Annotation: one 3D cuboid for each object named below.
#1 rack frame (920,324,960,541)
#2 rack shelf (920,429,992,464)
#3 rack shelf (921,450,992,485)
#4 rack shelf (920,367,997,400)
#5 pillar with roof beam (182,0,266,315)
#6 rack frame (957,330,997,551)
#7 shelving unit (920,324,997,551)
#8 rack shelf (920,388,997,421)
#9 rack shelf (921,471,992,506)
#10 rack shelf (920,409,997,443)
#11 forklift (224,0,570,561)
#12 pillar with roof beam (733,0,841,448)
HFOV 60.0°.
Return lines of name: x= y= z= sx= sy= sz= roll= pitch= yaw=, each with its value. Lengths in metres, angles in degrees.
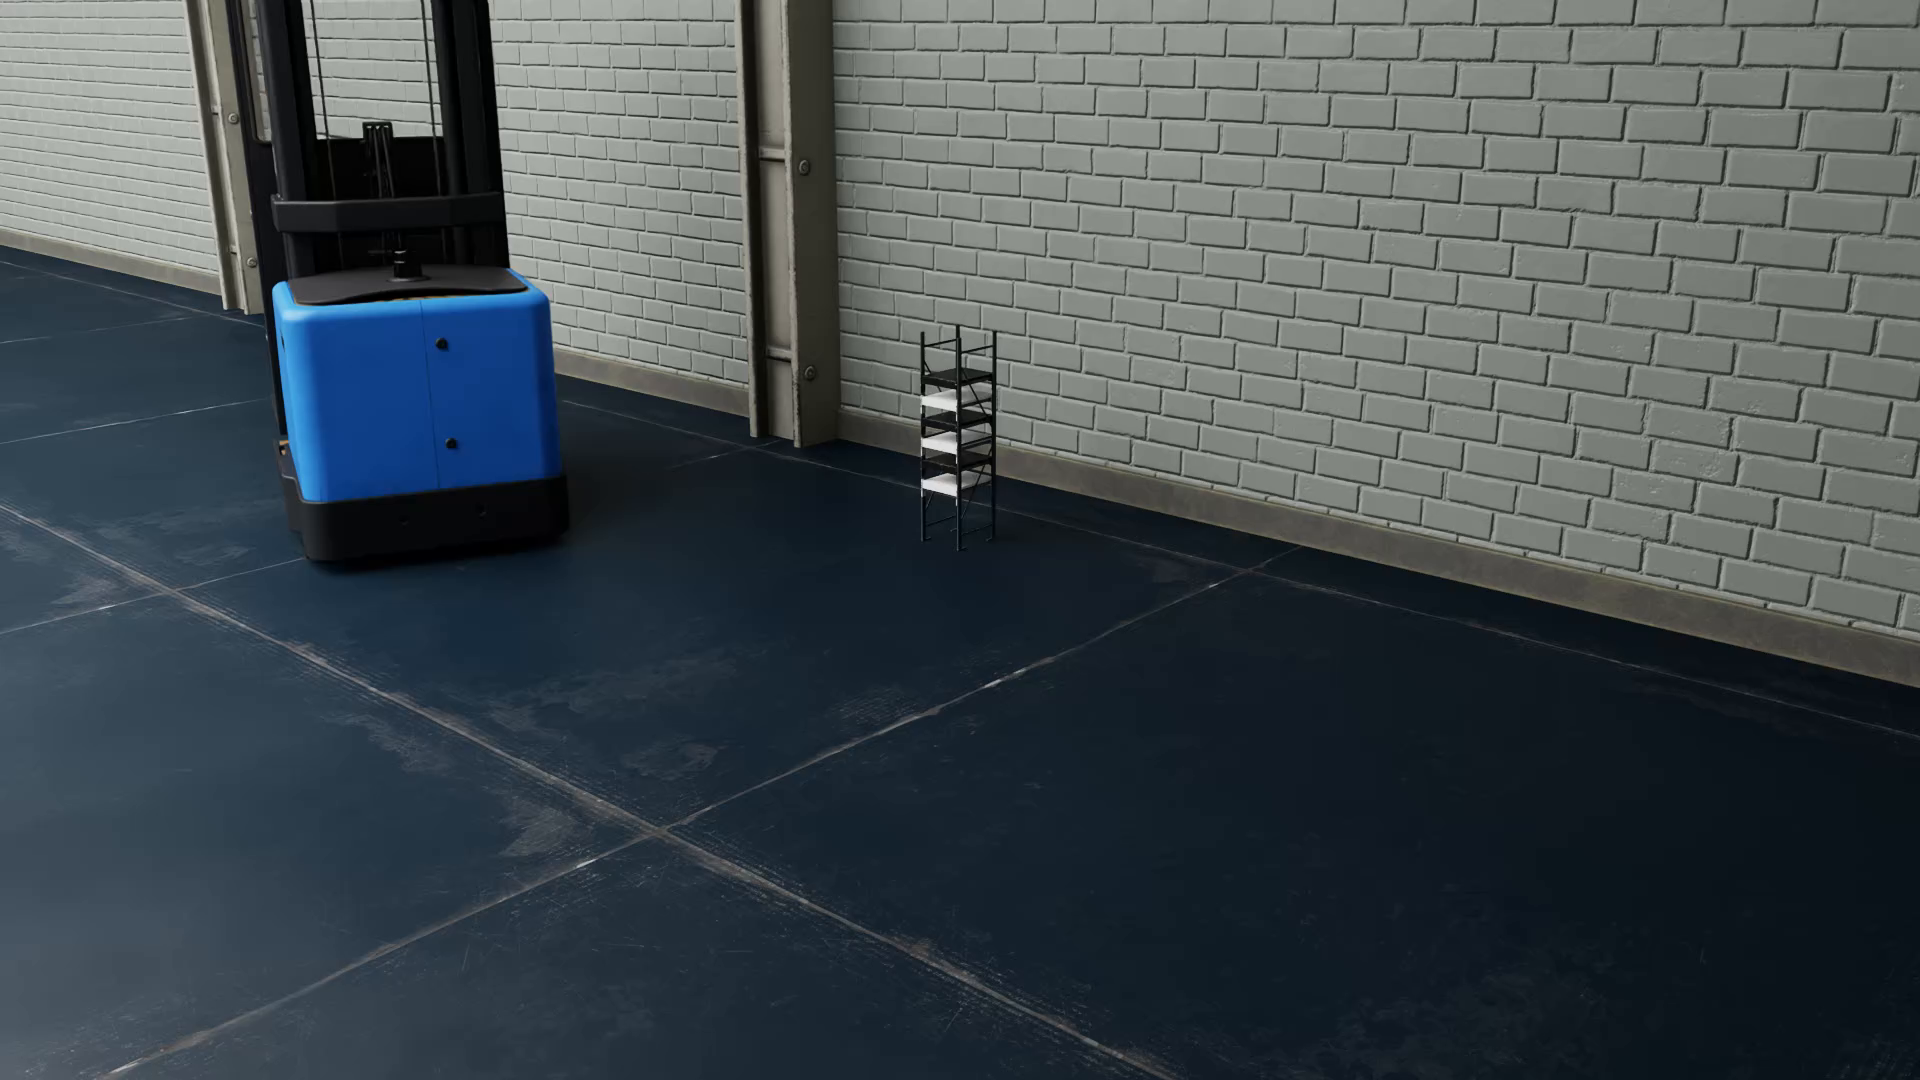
rack frame: x=-0.082 y=-0.451 z=7.045 sx=0.006 sy=0.900 sz=0.240 roll=15 pitch=23 yaw=39
rack shelf: x=-0.006 y=-0.399 z=6.991 sx=0.200 sy=0.077 sz=0.258 roll=15 pitch=23 yaw=39
rack shelf: x=-0.006 y=-0.313 z=7.018 sx=0.200 sy=0.077 sz=0.258 roll=15 pitch=23 yaw=39
rack shelf: x=-0.006 y=-0.656 z=6.909 sx=0.200 sy=0.077 sz=0.258 roll=15 pitch=23 yaw=39
pillar with roof beam: x=-8.217 y=-5.071 z=8.215 sx=0.400 sy=9.000 sz=9.100 roll=15 pitch=23 yaw=39
rack frame: x=0.070 y=-0.410 z=6.916 sx=0.006 sy=0.900 sz=0.240 roll=15 pitch=23 yaw=39
shelving unit: x=-0.006 y=-0.431 z=6.981 sx=0.210 sy=0.900 sz=0.258 roll=15 pitch=23 yaw=39
rack shelf: x=-0.006 y=-0.570 z=6.936 sx=0.200 sy=0.077 sz=0.258 roll=15 pitch=23 yaw=39
rack shelf: x=-0.006 y=-0.227 z=7.045 sx=0.200 sy=0.077 sz=0.258 roll=15 pitch=23 yaw=39
rack shelf: x=-0.006 y=-0.485 z=6.964 sx=0.200 sy=0.077 sz=0.258 roll=15 pitch=23 yaw=39
forklift: x=-2.719 y=-1.718 z=7.679 sx=1.130 sy=2.935 sz=3.031 roll=-8 pitch=19 yaw=-23
pillar with roof beam: x=-3.729 y=-3.867 z=4.419 sx=0.400 sy=9.000 sz=9.100 roll=15 pitch=23 yaw=39
